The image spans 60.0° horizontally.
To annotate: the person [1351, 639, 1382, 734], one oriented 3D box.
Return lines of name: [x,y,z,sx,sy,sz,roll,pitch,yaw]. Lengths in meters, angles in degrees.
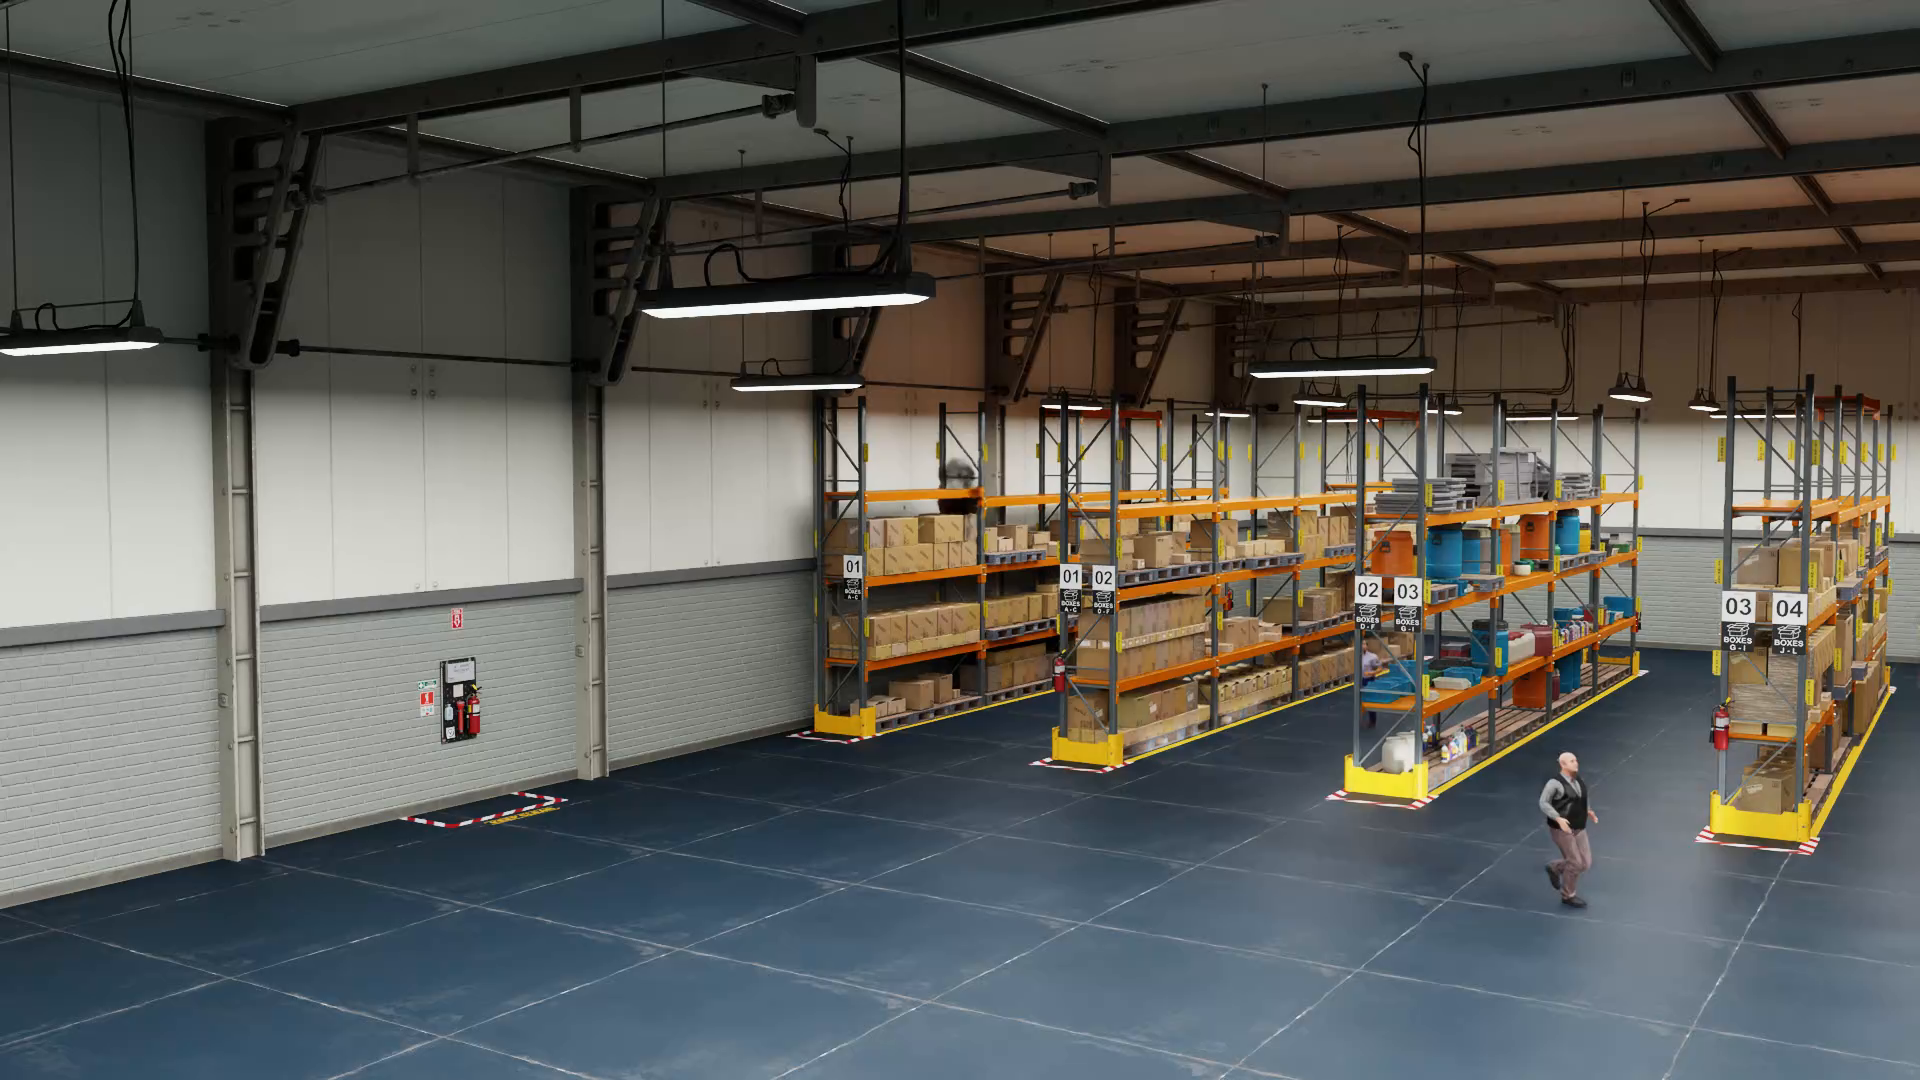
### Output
person: [7.288,2.615,29.835,0.595,1.690,0.789,2,4,31]

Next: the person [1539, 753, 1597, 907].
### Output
person: [6.714,3.191,18.447,0.652,1.680,0.630,-2,3,-29]
